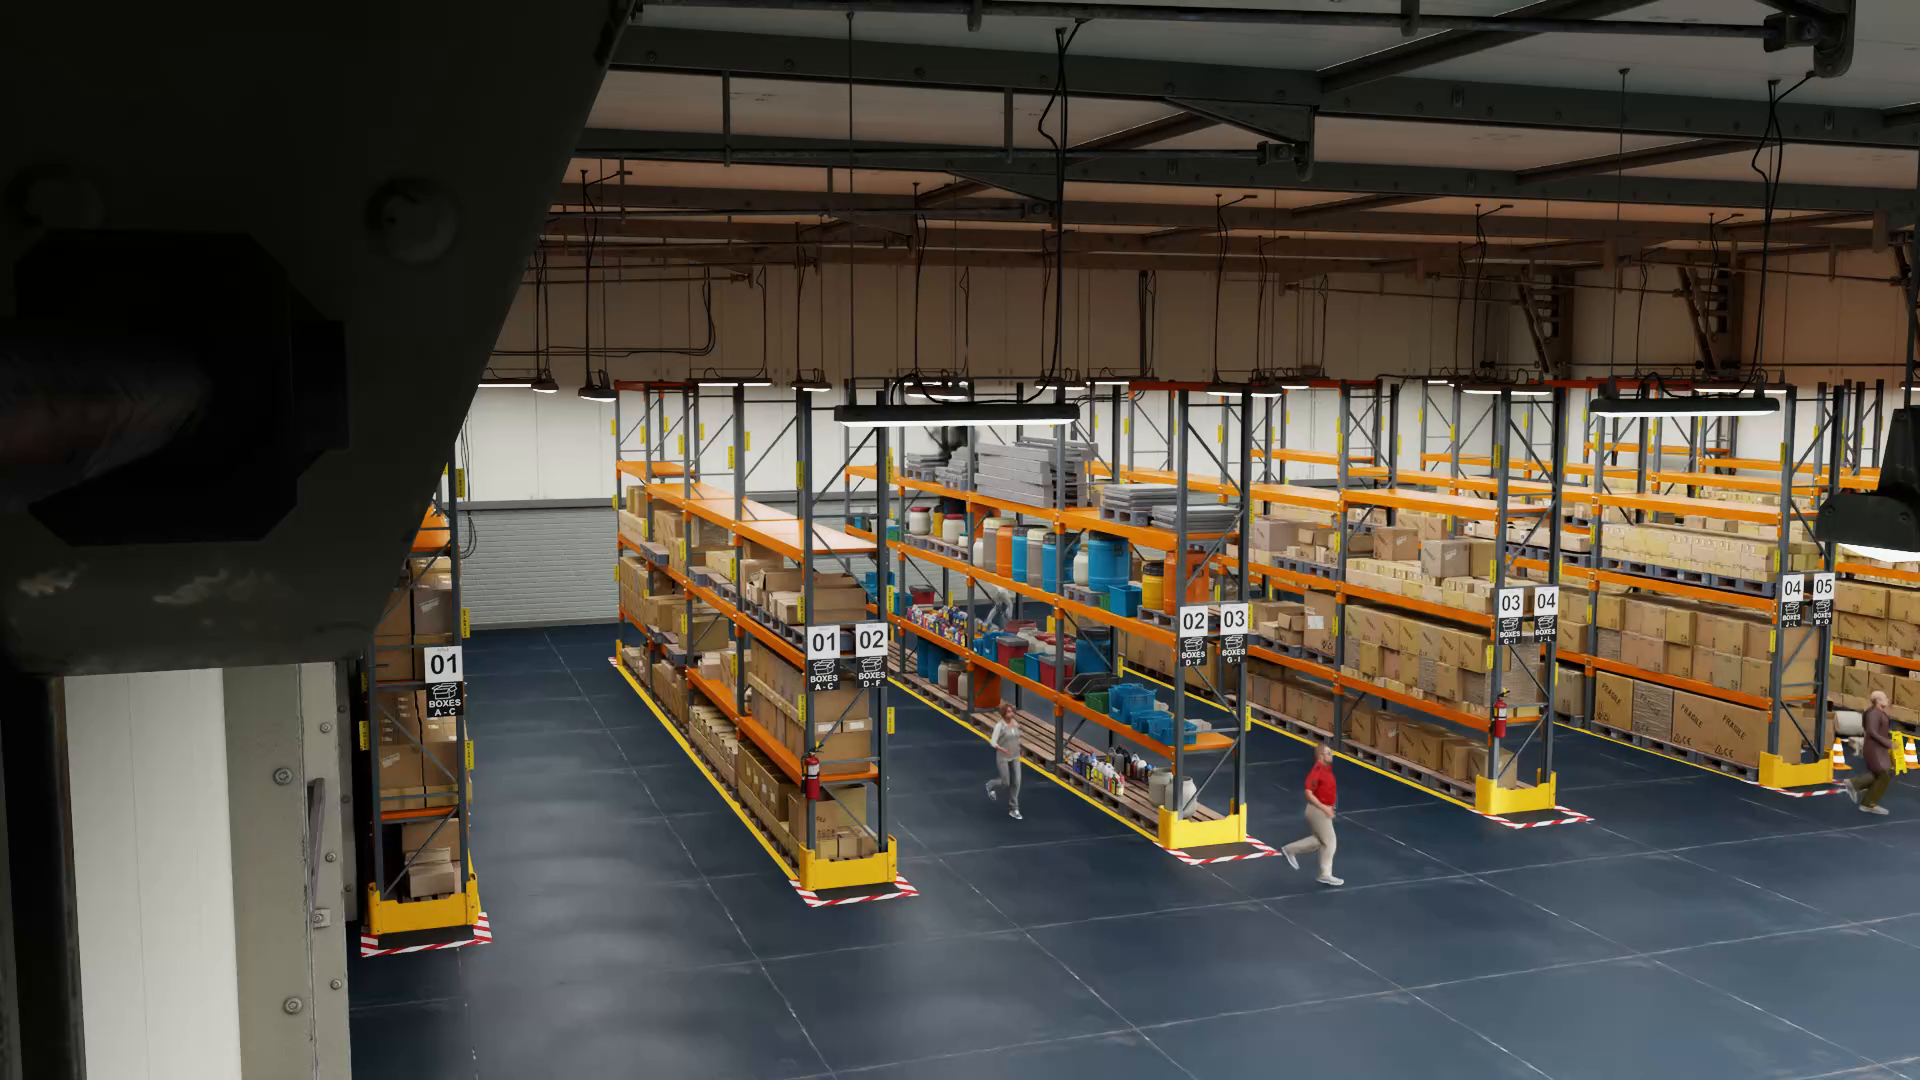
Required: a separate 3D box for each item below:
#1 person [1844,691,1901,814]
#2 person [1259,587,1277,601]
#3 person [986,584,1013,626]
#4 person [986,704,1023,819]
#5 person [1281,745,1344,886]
[{"bbox_3d":[12.944,2.994,23.581,0.678,1.739,0.762,3,7,26],"label":"person"},{"bbox_3d":[7.817,1.161,41.683,0.952,1.610,0.597,-2,6,-21],"label":"person"},{"bbox_3d":[1.003,1.284,39.890,0.760,1.754,0.584,0,6,3],"label":"person"},{"bbox_3d":[0.654,3.086,23.401,0.537,1.578,0.779,-4,7,-33],"label":"person"},{"bbox_3d":[4.328,3.335,20.351,0.776,1.719,0.659,2,6,19],"label":"person"}]
